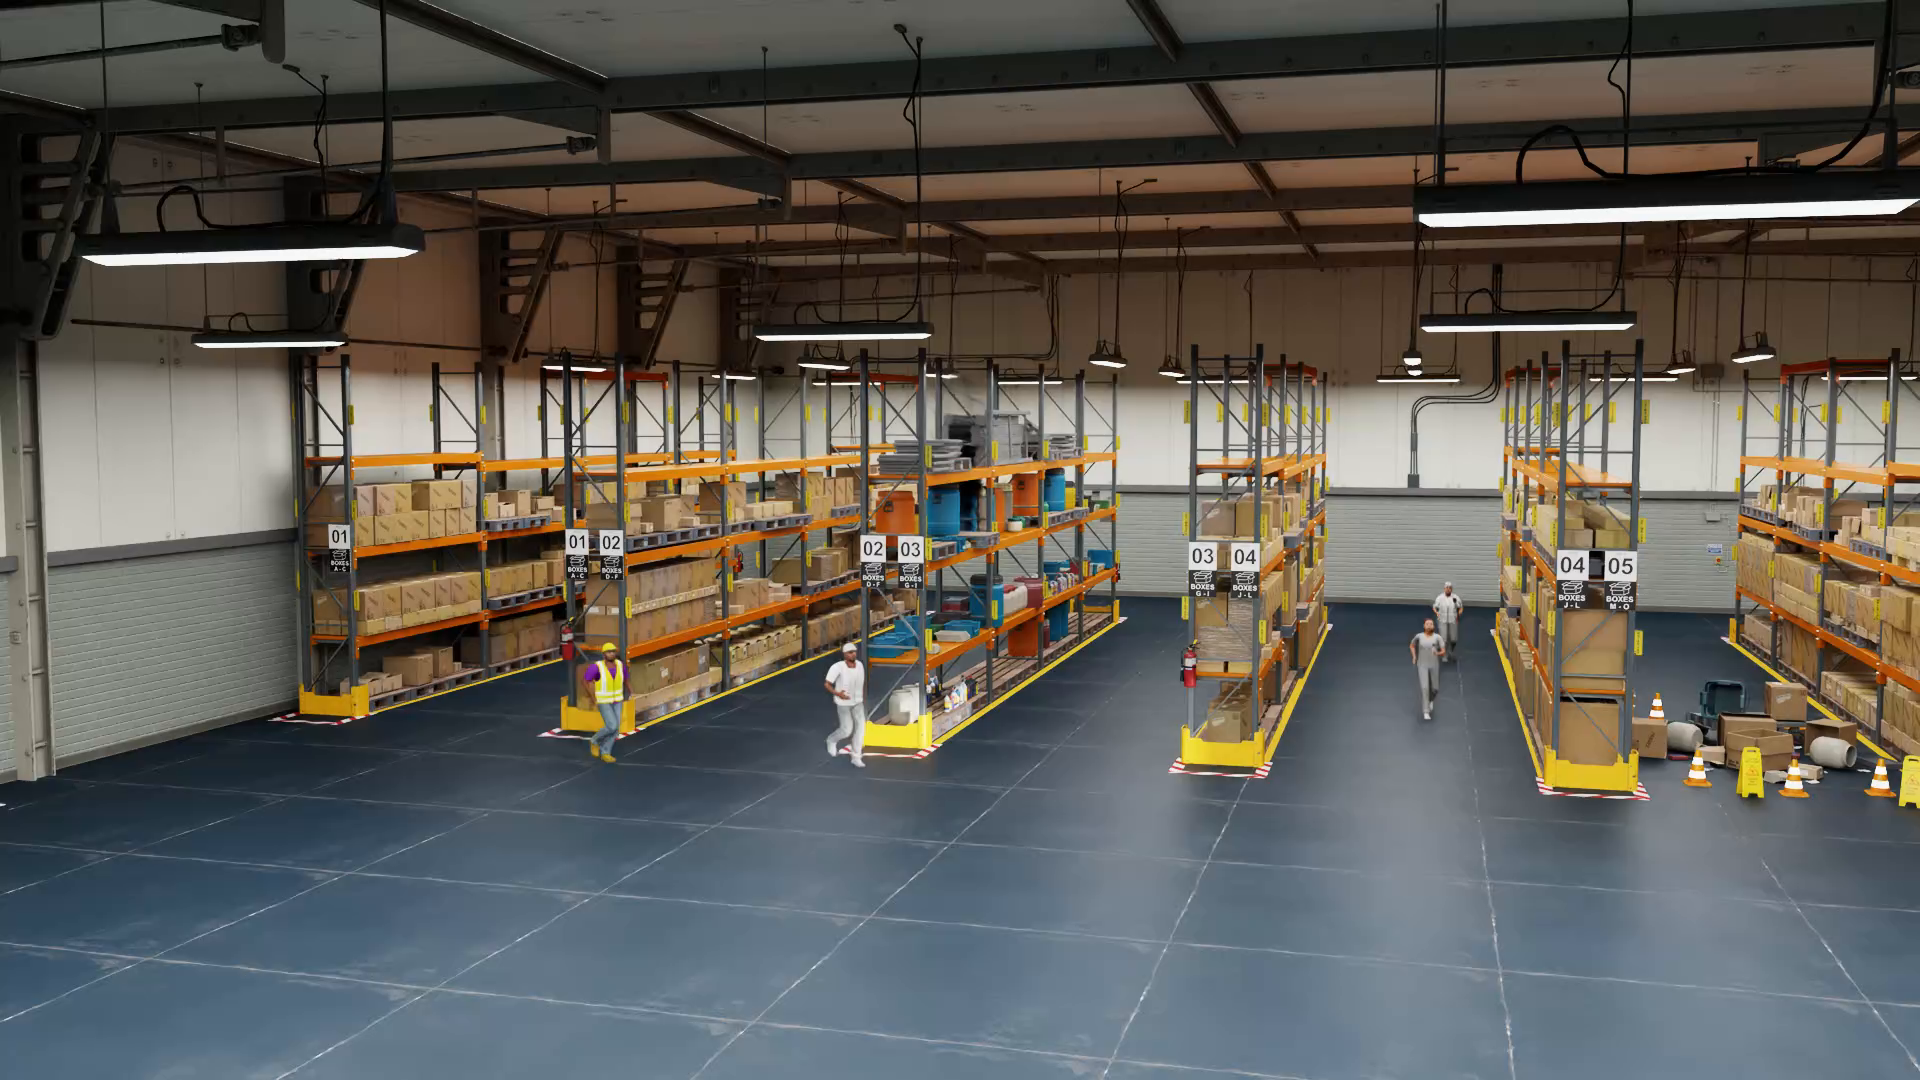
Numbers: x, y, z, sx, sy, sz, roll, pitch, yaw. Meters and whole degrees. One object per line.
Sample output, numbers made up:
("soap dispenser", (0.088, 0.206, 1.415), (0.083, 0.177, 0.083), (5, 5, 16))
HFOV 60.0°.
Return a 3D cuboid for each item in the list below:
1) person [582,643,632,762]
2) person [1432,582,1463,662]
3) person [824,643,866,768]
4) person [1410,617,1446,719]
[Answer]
("person", (-5.034, 2.340, 24.005), (0.682, 1.730, 0.599), (-4, 6, -44))
("person", (9.896, 1.664, 33.747), (0.603, 1.618, 0.571), (1, 4, 15))
("person", (-1.620, 2.347, 23.883), (0.721, 1.772, 0.783), (-4, 6, -45))
("person", (7.746, 2.103, 27.533), (0.575, 1.645, 0.865), (1, 4, 11))
